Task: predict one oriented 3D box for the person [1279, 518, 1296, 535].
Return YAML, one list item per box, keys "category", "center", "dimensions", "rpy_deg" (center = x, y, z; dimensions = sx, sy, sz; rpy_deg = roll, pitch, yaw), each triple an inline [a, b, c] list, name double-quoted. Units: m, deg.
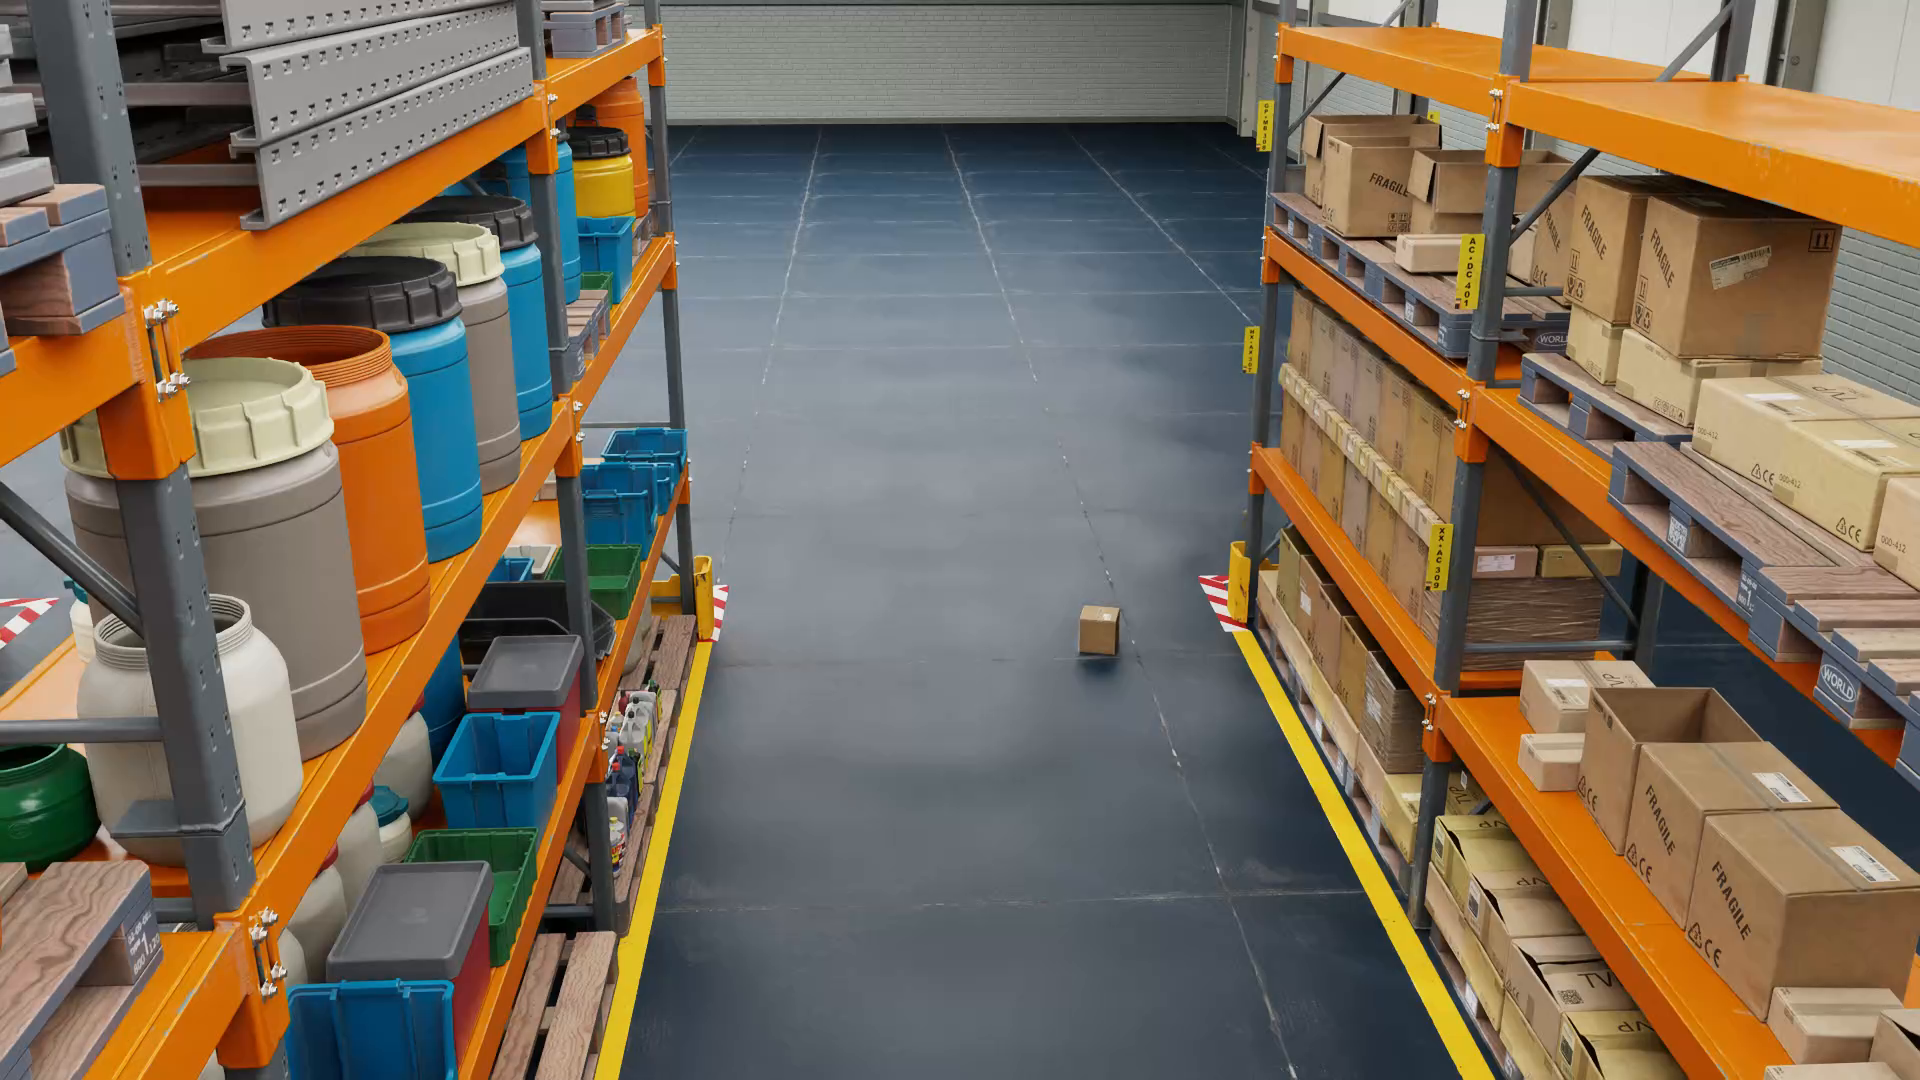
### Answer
- category: "person"
  center: [2.972, -0.747, 13.030]
  dimensions: [0.851, 1.747, 0.612]
  rpy_deg: [-1, 20, -2]
